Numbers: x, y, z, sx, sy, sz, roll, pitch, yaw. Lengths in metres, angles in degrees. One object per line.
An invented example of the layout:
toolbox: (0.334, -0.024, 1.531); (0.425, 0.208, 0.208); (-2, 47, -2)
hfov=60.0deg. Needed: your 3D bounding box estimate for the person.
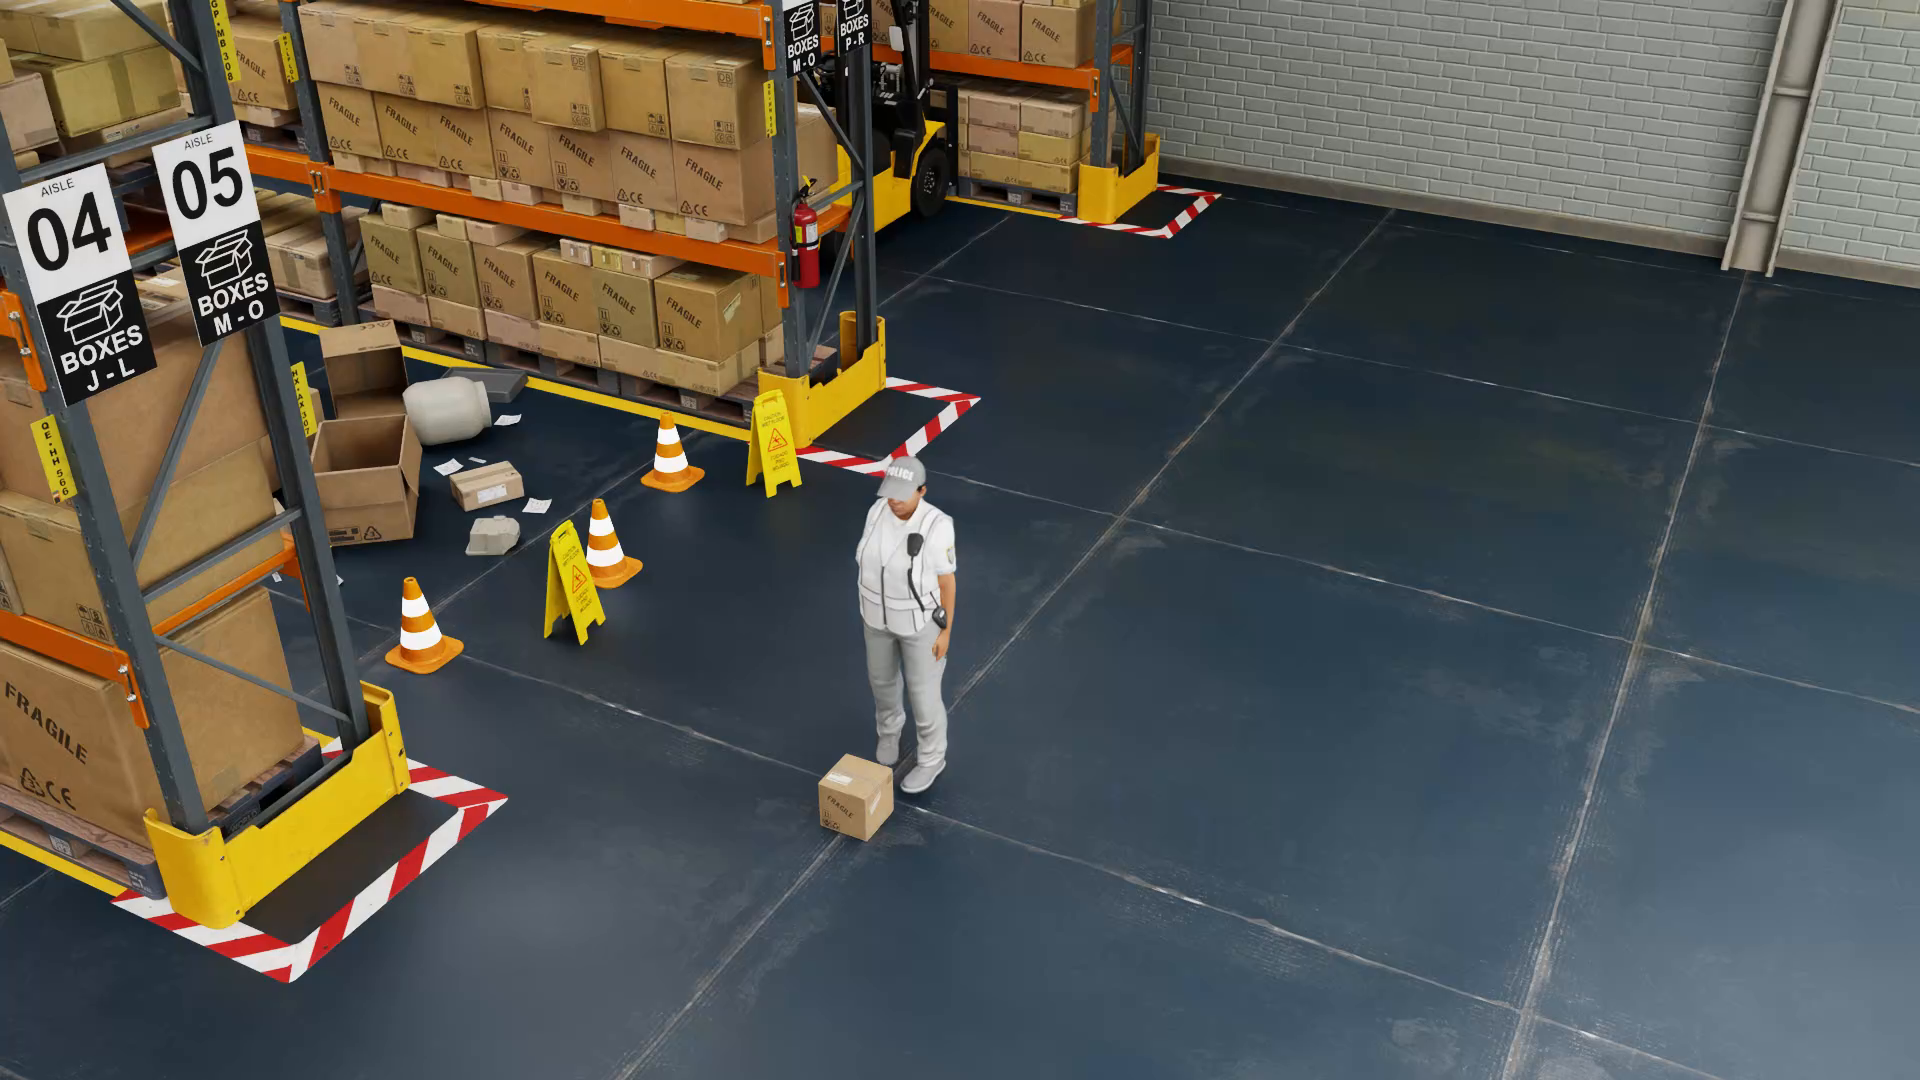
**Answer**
person: (-0.251, 0.384, 7.652); (0.474, 1.688, 0.413); (16, 34, 25)
